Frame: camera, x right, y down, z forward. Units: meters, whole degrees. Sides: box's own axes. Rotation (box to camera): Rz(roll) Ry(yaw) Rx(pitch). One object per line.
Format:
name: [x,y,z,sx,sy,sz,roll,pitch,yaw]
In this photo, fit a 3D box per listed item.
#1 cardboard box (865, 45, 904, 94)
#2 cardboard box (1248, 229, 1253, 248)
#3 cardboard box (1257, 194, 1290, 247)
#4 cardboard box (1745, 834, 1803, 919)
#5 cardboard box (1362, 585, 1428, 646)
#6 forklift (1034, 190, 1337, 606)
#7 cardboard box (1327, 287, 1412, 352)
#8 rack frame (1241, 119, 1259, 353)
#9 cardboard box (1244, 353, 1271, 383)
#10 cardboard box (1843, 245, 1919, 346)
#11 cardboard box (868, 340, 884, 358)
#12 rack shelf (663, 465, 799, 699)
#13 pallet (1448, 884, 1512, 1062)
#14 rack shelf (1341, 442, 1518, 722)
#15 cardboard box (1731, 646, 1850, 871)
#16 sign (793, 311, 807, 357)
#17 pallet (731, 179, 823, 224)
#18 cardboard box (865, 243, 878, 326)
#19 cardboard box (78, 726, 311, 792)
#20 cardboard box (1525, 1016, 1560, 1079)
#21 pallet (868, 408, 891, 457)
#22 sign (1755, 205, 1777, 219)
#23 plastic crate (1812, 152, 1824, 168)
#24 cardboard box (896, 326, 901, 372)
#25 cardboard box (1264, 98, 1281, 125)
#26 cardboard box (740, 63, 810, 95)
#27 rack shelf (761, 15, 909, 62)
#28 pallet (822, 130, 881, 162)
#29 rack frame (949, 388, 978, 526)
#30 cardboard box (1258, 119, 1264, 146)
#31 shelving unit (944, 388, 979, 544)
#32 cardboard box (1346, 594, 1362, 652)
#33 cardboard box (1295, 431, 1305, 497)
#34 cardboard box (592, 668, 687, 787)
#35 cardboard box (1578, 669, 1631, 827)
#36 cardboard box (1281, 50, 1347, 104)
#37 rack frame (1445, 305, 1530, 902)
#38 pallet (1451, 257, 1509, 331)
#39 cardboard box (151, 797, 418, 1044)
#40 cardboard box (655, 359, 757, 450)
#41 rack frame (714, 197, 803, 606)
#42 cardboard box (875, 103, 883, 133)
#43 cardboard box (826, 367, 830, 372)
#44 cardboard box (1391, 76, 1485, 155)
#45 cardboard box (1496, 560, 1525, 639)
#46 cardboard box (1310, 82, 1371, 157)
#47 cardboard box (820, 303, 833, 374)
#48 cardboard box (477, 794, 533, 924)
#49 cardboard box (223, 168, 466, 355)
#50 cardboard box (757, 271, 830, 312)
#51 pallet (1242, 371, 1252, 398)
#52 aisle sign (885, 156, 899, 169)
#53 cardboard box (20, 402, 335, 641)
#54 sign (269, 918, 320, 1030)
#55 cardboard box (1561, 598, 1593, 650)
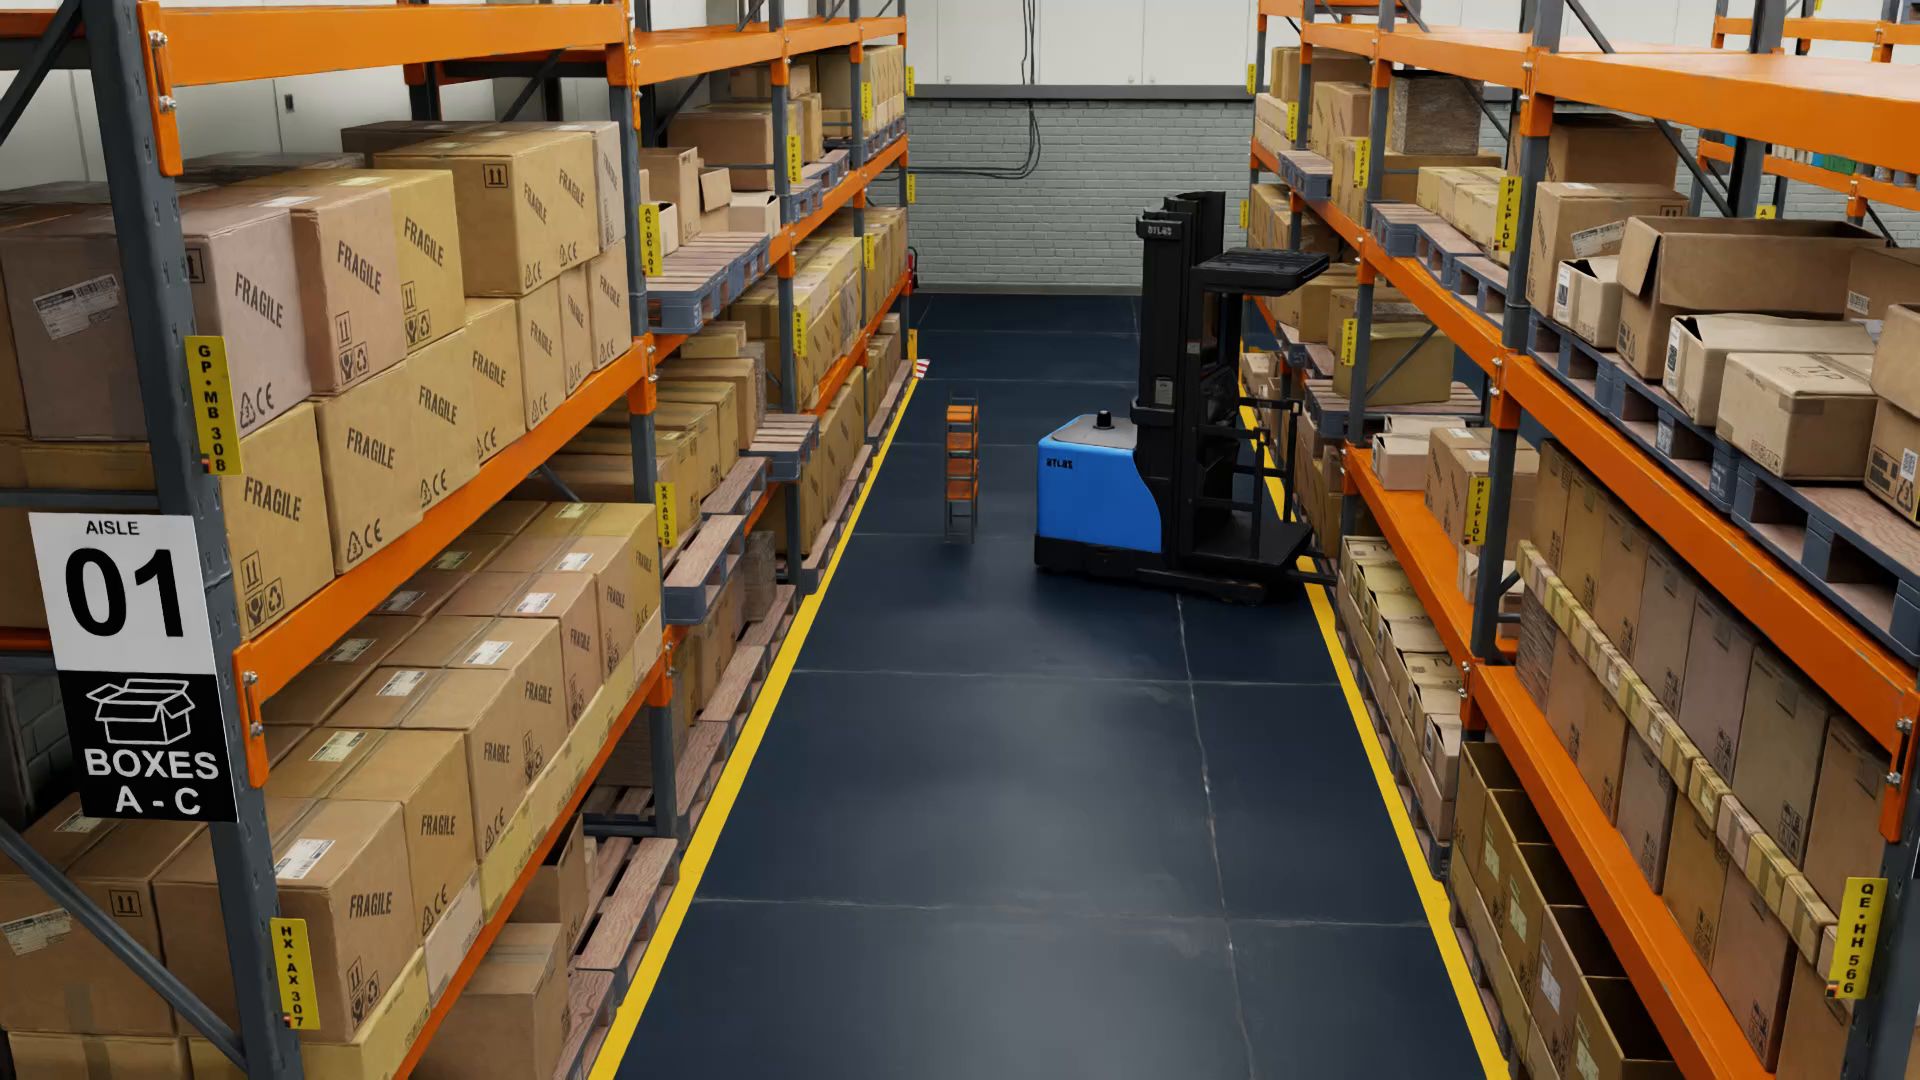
cardboard box: [-0.894,-5.173,18.276,0.500,0.500,0.500,1,18,4]
cardboard box: [3.532,-3.255,18.878,0.500,0.500,0.500,2,18,5]
cardboard box: [3.462,-3.412,17.752,0.500,0.500,0.500,2,18,5]
cardboard box: [2.553,0.991,4.880,0.380,0.149,0.250,1,18,3]
cardboard box: [2.855,0.464,10.531,0.500,0.311,0.500,1,18,2]
forklift: [2.147,-1.087,12.532,3.031,2.935,1.130,8,20,23]
cardboard box: [3.475,-1.794,13.745,0.700,0.500,0.500,-3,18,-10]
rack frame: [3.827,-3.339,19.296,1.000,3.000,0.127,1,18,4]
cardboard box: [3.470,-1.924,18.686,0.500,0.250,0.500,1,18,4]
cardboard box: [3.072,-0.618,5.116,0.500,0.500,0.500,1,18,4]
cardboard box: [-1.001,-2.020,17.570,0.380,0.149,0.250,1,18,2]
rack shelf: [-1.831,-0.001,10.264,1.077,0.370,4.000,1,18,4]
pallet: [2.868,1.959,7.605,1.003,0.211,1.213,1,18,4]
rack shelf: [3.110,0.109,9.930,1.077,0.370,4.000,1,18,4]
cardboard box: [2.763,0.642,4.904,0.700,0.500,0.500,1,18,2]
sign: [-1.145,-1.467,11.851,0.100,0.325,0.005,1,18,4]
pallet: [-1.694,-2.501,12.223,1.213,0.211,1.003,2,18,6]
cardboard box: [-1.345,-2.517,16.305,0.980,0.700,0.700,2,18,5]
cardboard box: [-2.393,0.919,5.306,0.500,0.500,0.500,2,18,5]
cardboard box: [2.520,2.098,6.444,0.500,0.250,0.500,1,18,4]
pallet: [-1.268,-1.115,16.988,1.003,0.211,1.213,1,18,4]
sign: [3.521,-1.309,7.326,0.100,0.325,0.005,1,18,4]
plastic crate: [8.228,-3.621,15.607,0.416,0.233,0.300,1,18,4]
cardboard box: [-1.064,-2.241,19.284,0.700,0.500,0.500,1,18,4]
cardboard box: [3.459,-4.466,17.357,0.500,0.250,0.500,1,18,4]
cardboard box: [-1.595,-3.974,14.346,0.500,0.250,0.500,3,18,8]
rack shelf: [-1.257,-5.146,16.974,1.077,0.370,4.000,1,18,4]
pallet: [-1.332,-3.843,16.160,1.003,0.211,1.213,1,18,4]
rack frame: [0.029,-0.697,14.124,0.240,1.200,0.015,1,18,4]
cardboard box: [3.488,-4.384,17.910,0.500,0.250,0.500,1,18,4]
shelving unit: [0.012,-0.622,13.893,0.258,1.200,0.503,1,18,4]
cardboard box: [2.888,0.565,11.123,0.500,0.250,0.500,1,18,2]
cardboard box: [3.192,-0.652,14.404,0.500,0.500,0.500,2,18,5]
cardboard box: [-1.938,1.028,9.275,0.700,0.500,0.500,2,18,6]
cardboard box: [2.870,0.798,6.510,0.700,0.500,0.500,2,18,5]
cardboard box: [3.628,-4.663,16.753,0.700,0.500,0.500,1,18,4]
rack frame: [2.967,0.388,7.922,1.000,3.000,0.127,1,18,4]
pallet: [3.017,-1.221,8.322,0.805,0.209,1.217,1,18,2]
cardboard box: [-1.927,1.085,4.800,0.500,0.500,0.500,1,18,4]
cardboard box: [-1.724,-0.900,10.985,0.700,0.500,0.500,0,18,-1]
rack frame: [-1.687,-0.964,12.047,1.000,3.000,0.127,1,18,4]
cardboard box: [-1.037,-4.174,16.433,0.500,0.250,0.500,1,18,3]
cardboard box: [-1.308,-1.509,14.083,0.380,0.149,0.250,2,18,6]
cardboard box: [3.291,-2.938,11.488,0.500,0.500,0.500,1,18,4]
cardboard box: [2.959,0.305,8.415,0.500,0.250,0.500,2,18,7]
cardboard box: [3.431,-3.662,14.469,0.600,0.600,0.600,0,18,-1]
cardboard box: [-1.314,-1.624,13.391,0.500,0.500,0.500,1,18,4]
cardboard box: [-1.844,1.118,5.901,0.500,0.250,0.500,1,18,3]
cardboard box: [-1.879,-0.865,5.130,0.500,0.500,0.500,2,18,5]
cardboard box: [-1.328,-1.976,13.262,0.500,0.250,0.500,1,18,4]
pallet: [3.766,-1.743,18.903,1.003,0.211,1.213,1,18,4]
aisle sign: [-0.810,-4.700,19.273,0.394,0.787,0.004,1,18,4]
cardboard box: [-1.988,-0.060,4.279,0.500,0.500,0.500,2,18,5]
sign: [-1.720,1.121,4.293,0.100,0.325,0.005,1,18,4]
cardboard box: [2.703,0.351,6.833,0.380,0.149,0.250,1,18,3]
